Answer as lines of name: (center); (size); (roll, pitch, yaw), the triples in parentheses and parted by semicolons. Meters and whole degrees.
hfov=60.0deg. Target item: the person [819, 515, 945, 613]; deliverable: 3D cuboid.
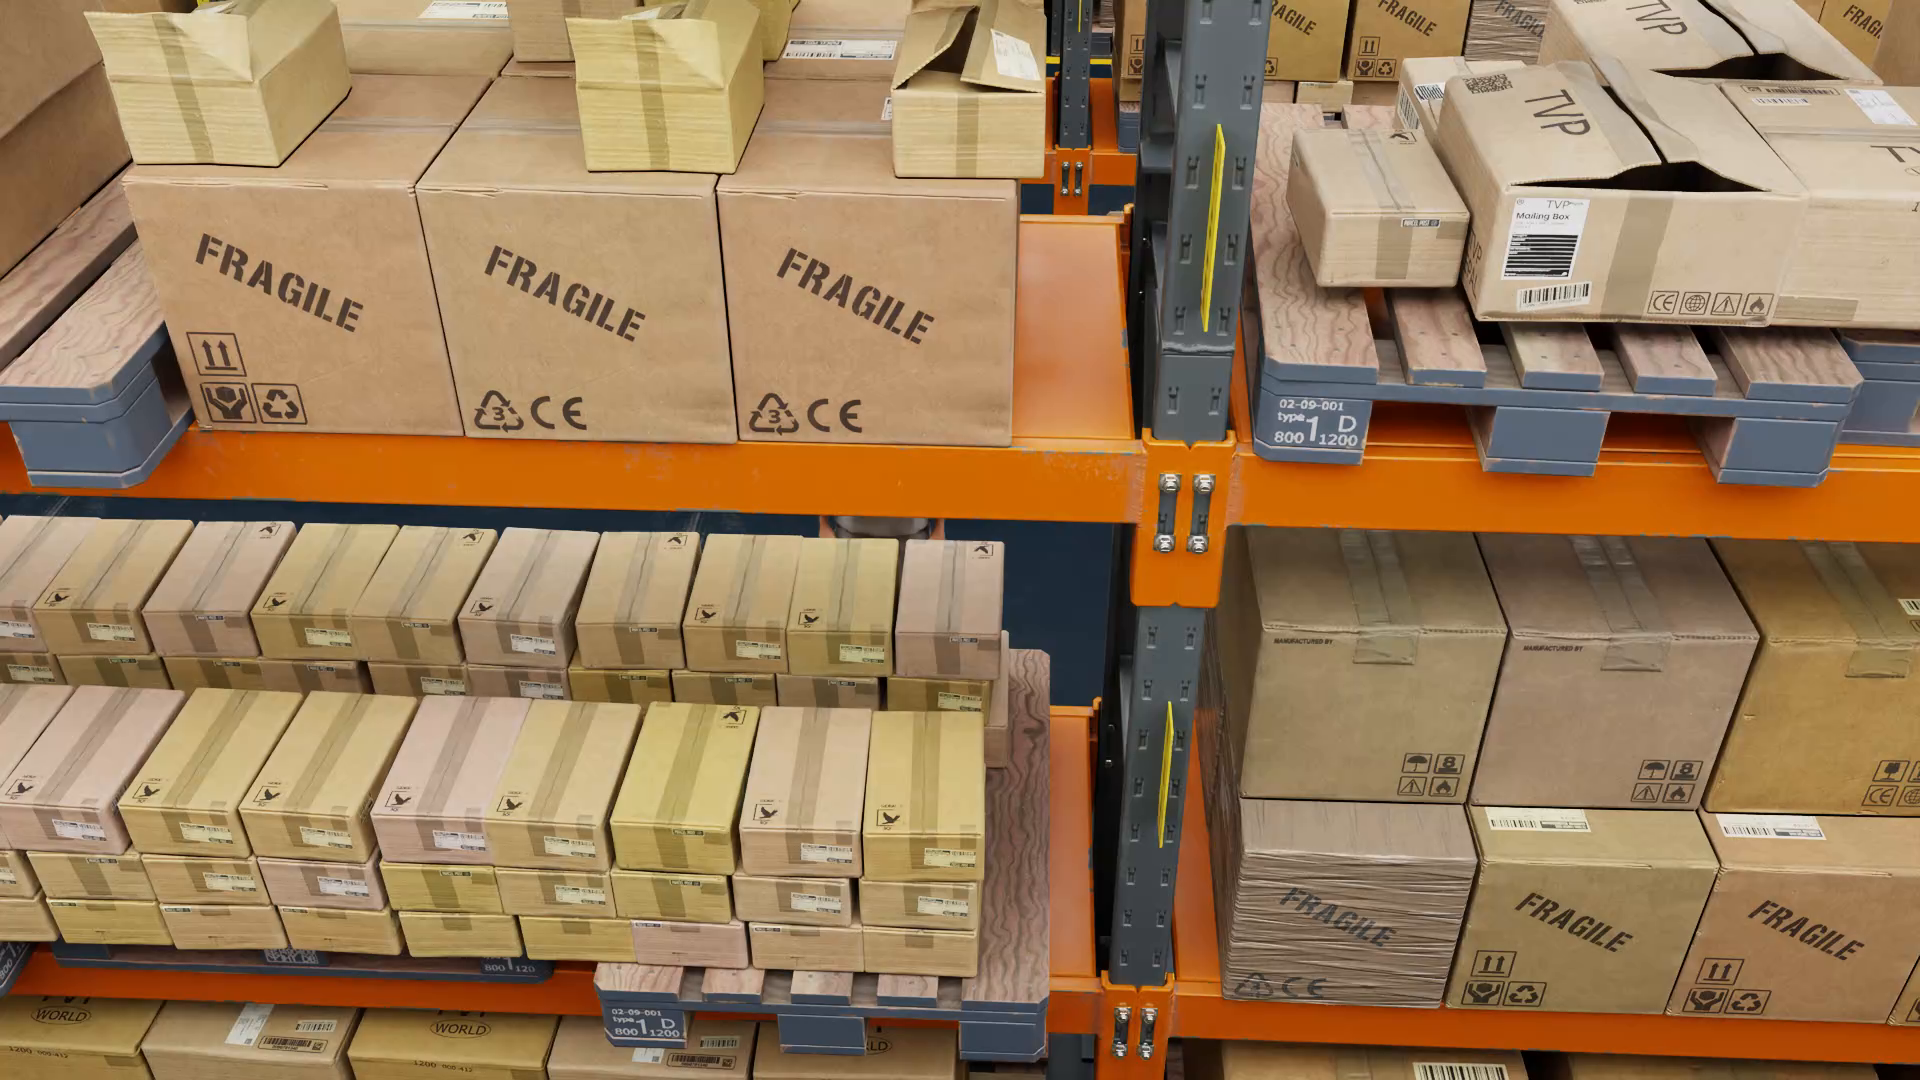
person: (-0.288, -0.042, 6.206); (0.487, 1.673, 0.356); (2, 36, 2)
